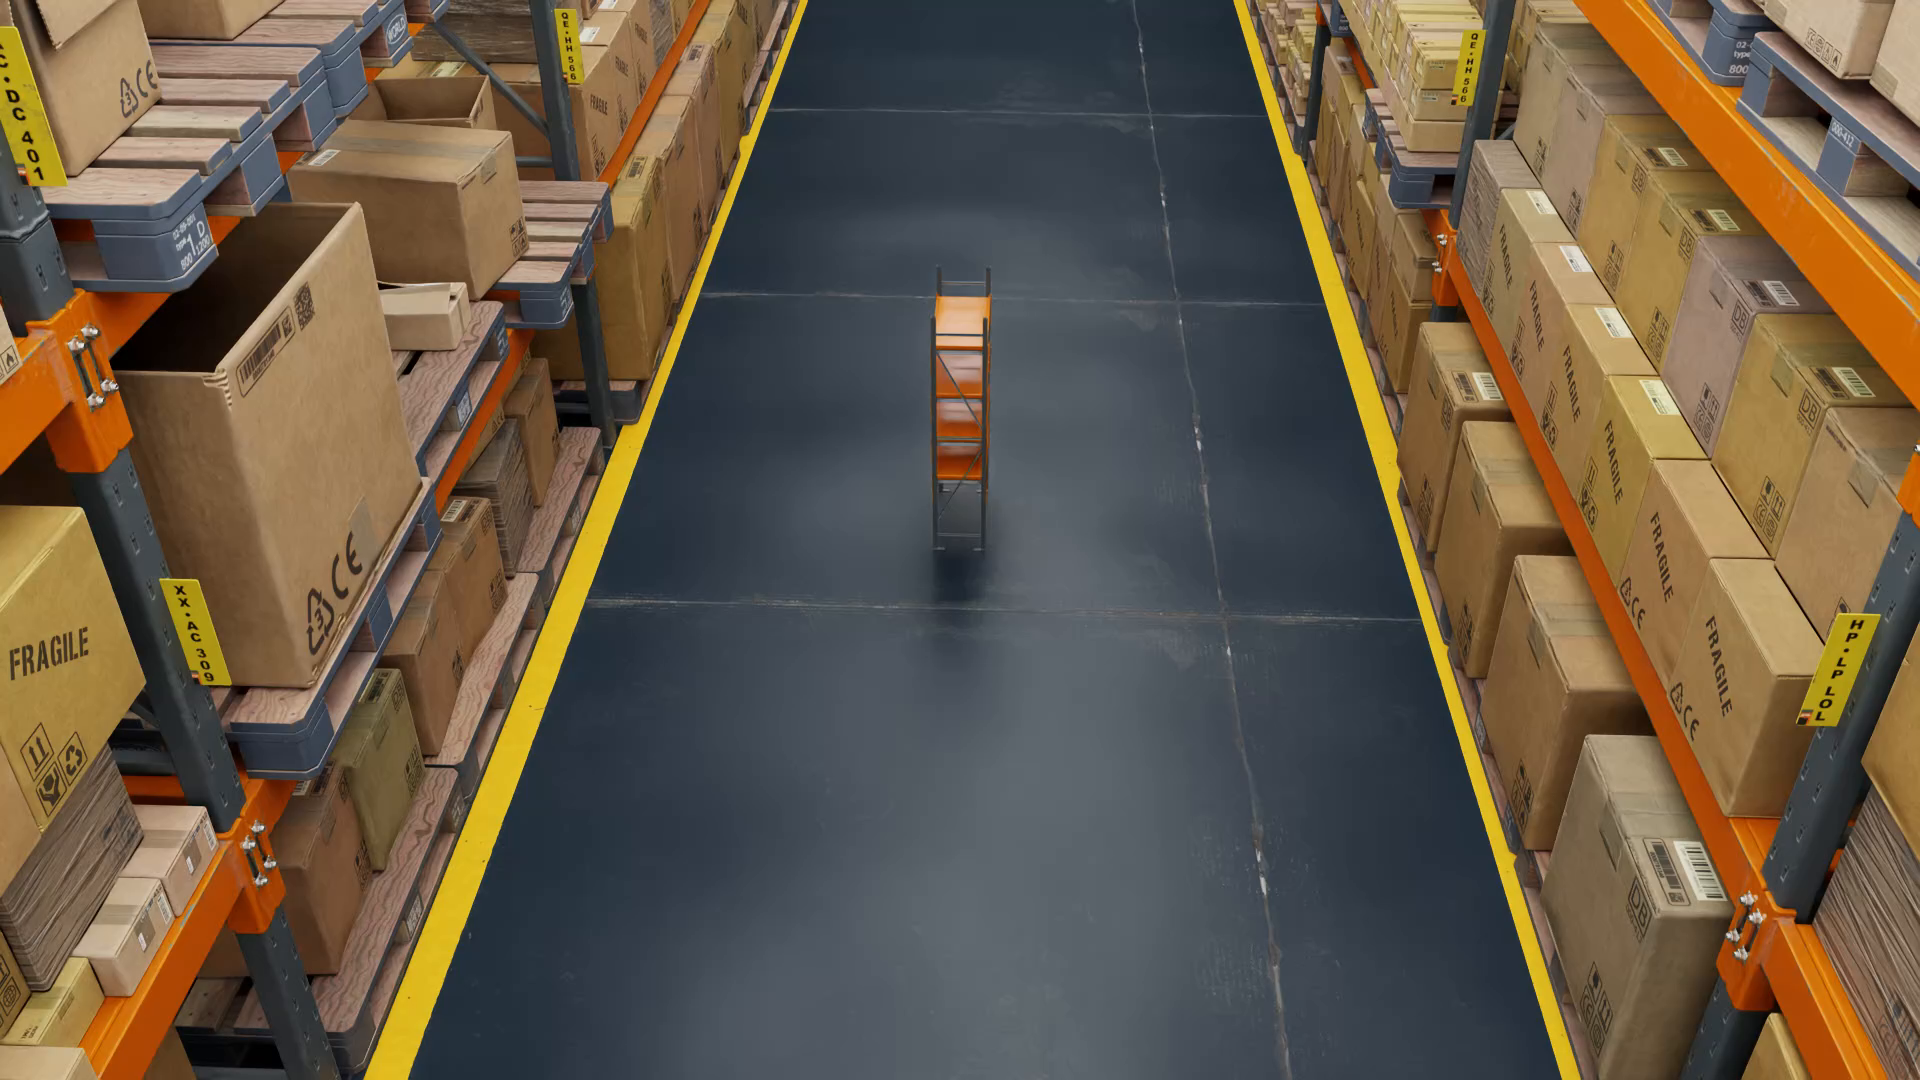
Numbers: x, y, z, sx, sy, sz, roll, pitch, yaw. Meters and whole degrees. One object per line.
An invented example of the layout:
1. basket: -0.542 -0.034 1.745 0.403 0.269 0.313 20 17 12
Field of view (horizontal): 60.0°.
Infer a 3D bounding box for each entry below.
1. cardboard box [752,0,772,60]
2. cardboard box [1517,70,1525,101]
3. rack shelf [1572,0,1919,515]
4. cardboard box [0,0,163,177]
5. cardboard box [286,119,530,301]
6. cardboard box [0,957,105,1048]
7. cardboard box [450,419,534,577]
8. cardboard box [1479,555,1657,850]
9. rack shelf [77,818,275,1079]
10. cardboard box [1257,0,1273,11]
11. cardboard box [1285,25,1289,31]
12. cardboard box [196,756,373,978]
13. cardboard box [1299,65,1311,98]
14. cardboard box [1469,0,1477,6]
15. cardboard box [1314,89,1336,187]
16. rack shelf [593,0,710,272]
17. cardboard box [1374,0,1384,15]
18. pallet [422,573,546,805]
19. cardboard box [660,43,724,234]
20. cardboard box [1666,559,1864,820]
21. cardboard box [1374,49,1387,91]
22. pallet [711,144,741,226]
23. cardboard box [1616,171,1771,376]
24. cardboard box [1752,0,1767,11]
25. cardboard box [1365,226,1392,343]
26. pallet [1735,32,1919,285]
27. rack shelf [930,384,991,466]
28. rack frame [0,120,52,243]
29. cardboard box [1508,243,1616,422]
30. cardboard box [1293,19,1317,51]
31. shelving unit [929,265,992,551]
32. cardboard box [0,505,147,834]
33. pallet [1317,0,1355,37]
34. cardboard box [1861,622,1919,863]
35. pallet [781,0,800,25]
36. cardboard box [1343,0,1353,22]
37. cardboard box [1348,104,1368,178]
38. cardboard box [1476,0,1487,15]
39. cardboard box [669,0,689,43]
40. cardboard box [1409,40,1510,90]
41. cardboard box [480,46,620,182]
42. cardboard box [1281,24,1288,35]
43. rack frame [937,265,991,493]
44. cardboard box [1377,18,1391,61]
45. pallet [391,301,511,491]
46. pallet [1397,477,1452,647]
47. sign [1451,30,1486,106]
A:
1. cardboard box: -1.948 -4.219 12.628 0.875 0.875 0.875 1 35 2
2. cardboard box: 2.941 -2.182 8.100 0.380 0.149 0.250 3 35 4
3. rack shelf: 2.620 -1.335 5.058 1.077 0.370 4.000 1 35 2
4. cardboard box: -2.295 -1.135 3.693 0.797 0.503 0.637 0 35 0
5. cardboard box: -2.156 -1.303 6.543 0.700 0.500 0.500 6 36 9
6. cardboard box: -2.217 1.093 3.805 0.380 0.149 0.250 1 35 2
7. cardboard box: -2.268 -0.177 7.185 0.700 0.500 0.500 -1 35 -2
8. cardboard box: 2.517 0.582 5.904 1.050 0.750 0.750 1 35 2
9. rack shelf: -2.493 2.017 2.897 1.077 0.370 4.000 1 35 2
10. cardboard box: 2.629 -4.420 13.545 0.380 0.149 0.250 2 35 2
11. cardboard box: 2.677 -3.917 12.571 0.380 0.149 0.250 0 35 0
12. cardboard box: -2.366 1.064 5.418 0.700 0.500 0.500 -1 35 -2
13. cardboard box: 2.556 -3.165 11.501 0.380 0.149 0.250 2 35 3
14. cardboard box: 2.994 -2.938 9.174 0.380 0.149 0.250 3 35 4
15. cardboard box: 2.566 -2.580 10.622 0.500 0.500 0.500 3 35 4
16. rack shelf: -2.171 -2.579 9.437 1.077 0.370 4.000 1 35 2
17. cardboard box: 2.307 -2.743 8.380 0.380 0.149 0.250 1 35 2
18. pallet: -2.336 0.565 6.763 1.003 0.211 1.213 1 35 2
19. cardboard box: -2.132 -2.443 10.101 1.225 0.875 0.875 0 35 0
20. cardboard box: 2.293 0.400 4.486 0.500 0.500 0.500 1 35 2
21. cardboard box: 2.296 -2.348 8.336 0.380 0.149 0.250 1 35 1
22. pallet: -2.047 -2.436 11.033 1.003 0.211 1.213 1 35 2
23. cardboard box: 2.615 -0.865 5.415 0.700 0.500 0.500 1 35 1
24. cardboard box: 2.390 -1.669 4.533 0.500 0.311 0.500 0 35 0
25. cardboard box: 2.490 -1.383 8.918 0.500 0.500 0.500 3 35 4
26. pallet: 2.527 -0.930 4.023 0.805 0.209 1.217 0 35 0
27. rack shelf: 0.007 -0.531 7.579 0.258 0.148 0.480 1 35 2
28. rack frame: -2.412 -1.881 2.600 1.000 3.000 0.127 1 35 2
29. cardboard box: 2.374 -0.759 6.134 0.500 0.500 0.500 1 35 2
30. cardboard box: 2.589 -3.600 11.860 0.380 0.149 0.250 1 35 1
31. shelving unit: 0.007 -0.586 7.540 0.258 1.200 0.503 1 35 2
32. cardboard box: -2.155 0.267 3.546 0.500 0.500 0.500 1 35 2
33. pallet: 2.685 -3.336 10.054 1.003 0.211 1.213 1 35 2
34. cardboard box: 2.490 0.454 3.425 0.875 0.550 0.550 1 35 2
35. pallet: -1.884 -4.718 14.280 1.003 0.211 1.213 1 35 2
36. cardboard box: 2.338 -2.953 9.196 0.380 0.149 0.250 1 35 1
37. cardboard box: 2.523 -2.288 9.554 0.500 0.250 0.500 3 35 4
38. cardboard box: 2.977 -2.911 8.877 0.380 0.149 0.250 3 35 4
39. cardboard box: -1.878 -3.204 9.613 0.500 0.500 0.500 1 35 1
40. cardboard box: 2.262 -2.156 7.545 0.380 0.149 0.250 0 35 0
41. cardboard box: -1.960 -2.038 7.954 0.500 0.500 0.500 2 35 3
42. cardboard box: 2.655 -3.831 12.707 0.380 0.149 0.250 2 35 3
43. rack frame: 0.016 -0.726 7.740 0.240 1.200 0.015 1 35 2
44. cardboard box: 2.293 -2.485 8.272 0.380 0.149 0.250 1 35 2
45. pallet: -2.290 -0.508 6.030 1.003 0.211 1.213 1 35 2
46. pallet: 2.593 0.040 7.509 1.003 0.211 1.213 1 35 2
47. sign: 2.158 -2.000 7.049 0.100 0.325 0.005 1 35 2
